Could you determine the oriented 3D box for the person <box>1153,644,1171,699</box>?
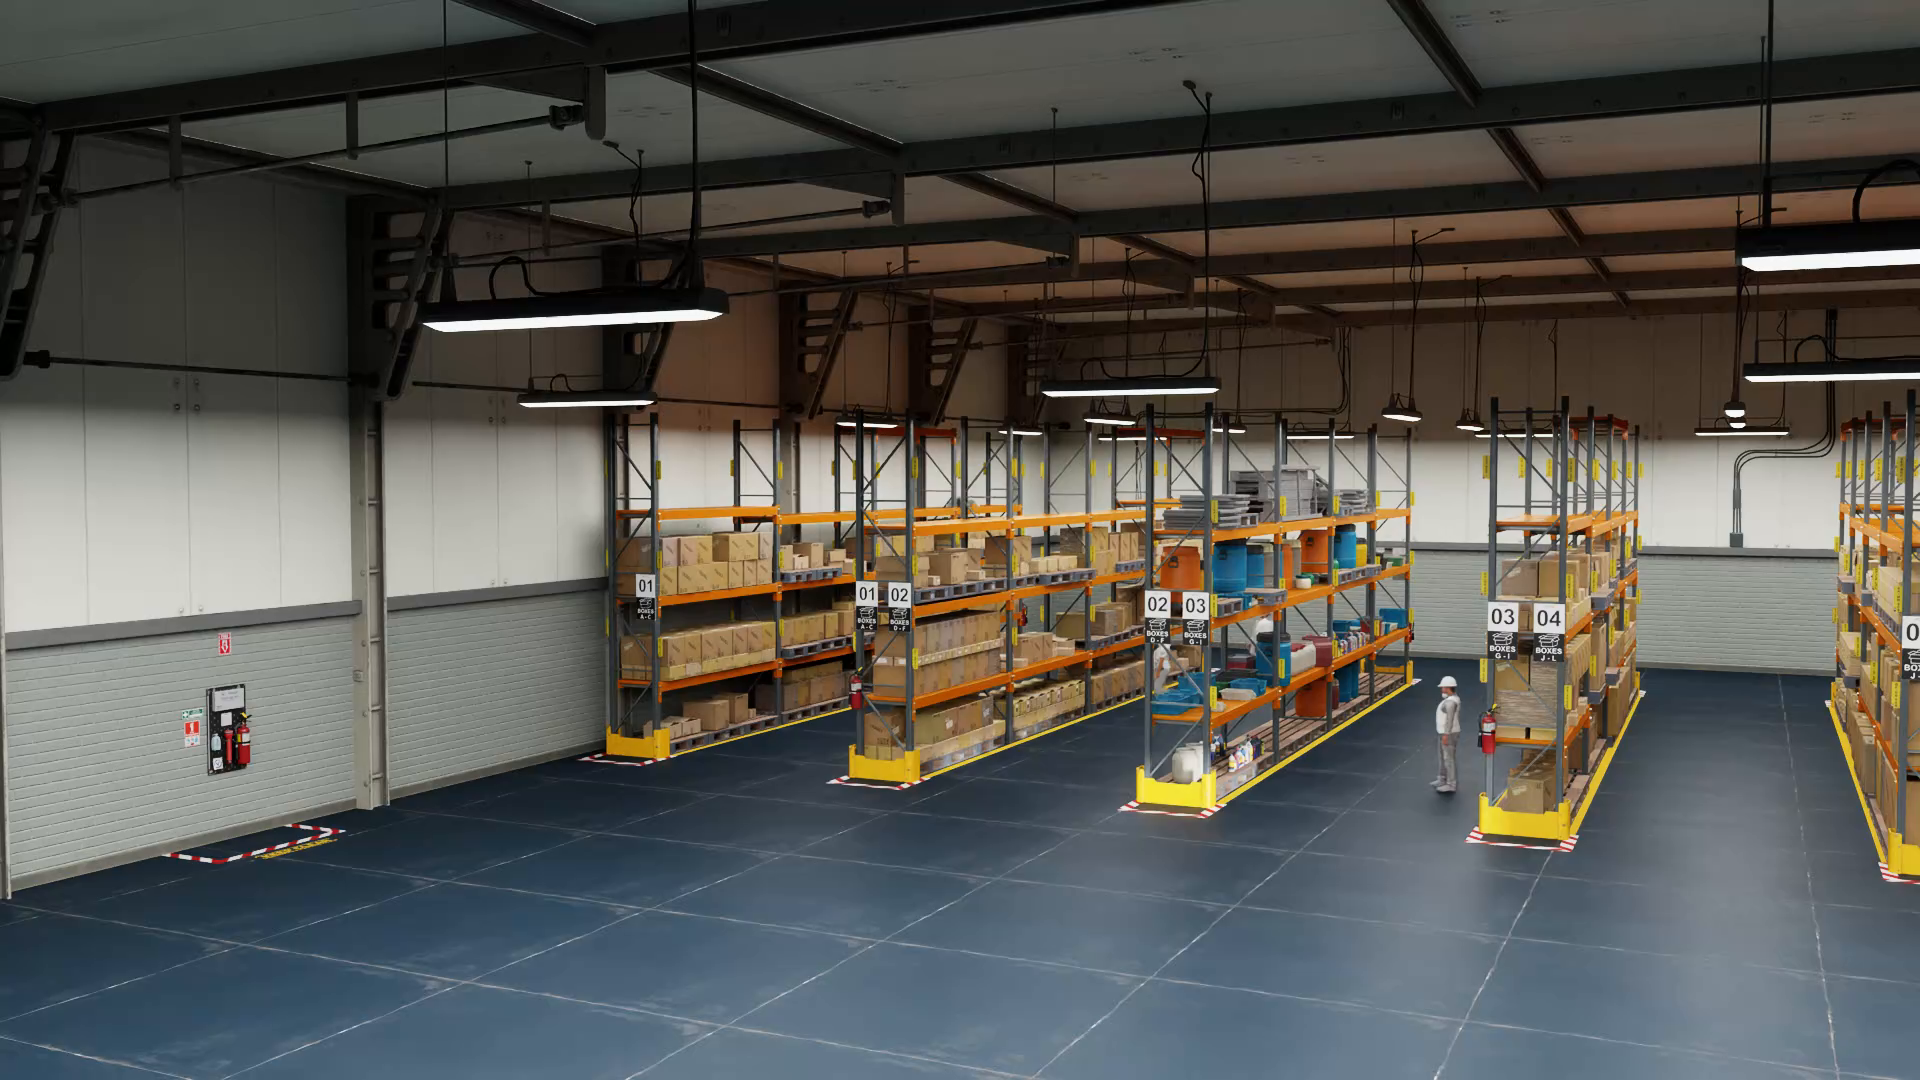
[{"bbox_3d":[4.115,2.725,34.539,0.519,1.675,0.529,0,2,2],"label":"person"}]

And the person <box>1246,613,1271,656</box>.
[{"bbox_3d":[6.968,2.561,38.911,0.505,1.747,0.633,-1,3,-29],"label":"person"}]

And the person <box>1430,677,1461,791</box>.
[{"bbox_3d":[7.606,3.016,26.028,0.455,1.769,0.588,0,2,10],"label":"person"}]
